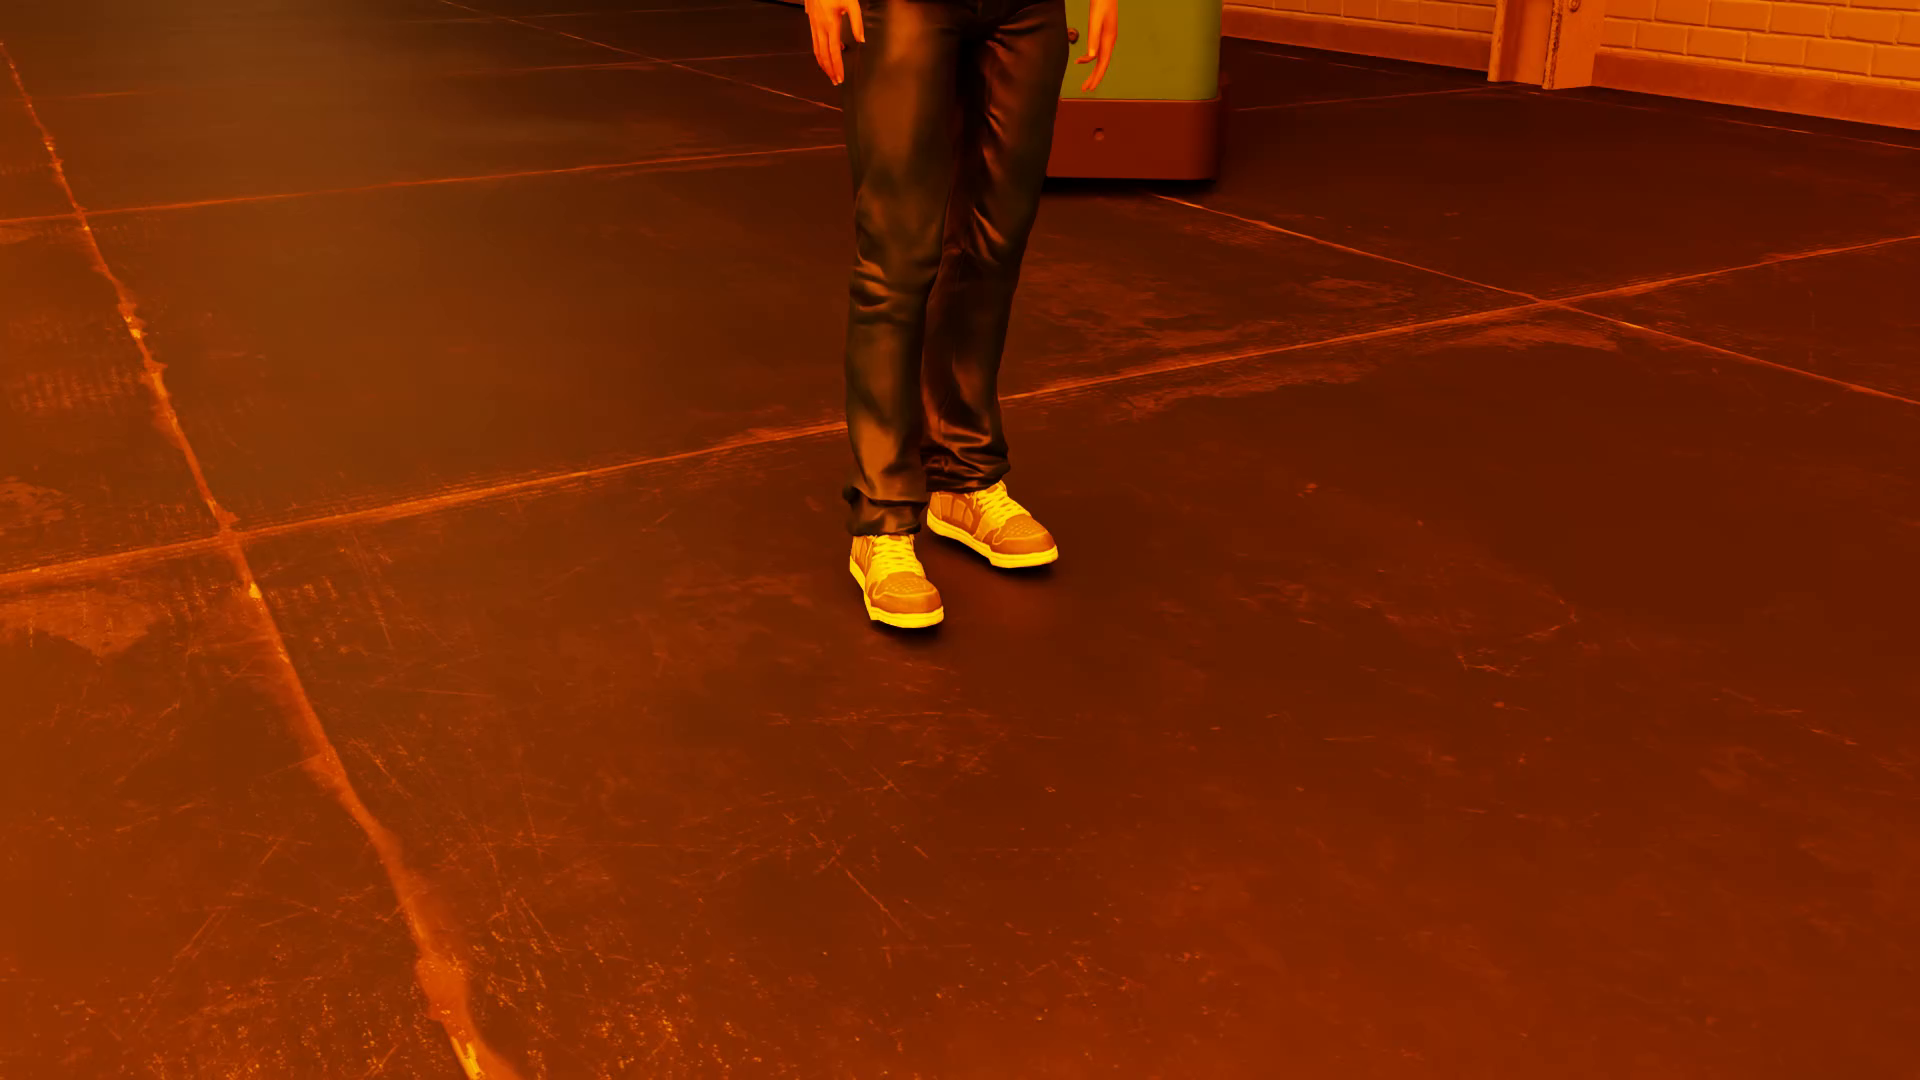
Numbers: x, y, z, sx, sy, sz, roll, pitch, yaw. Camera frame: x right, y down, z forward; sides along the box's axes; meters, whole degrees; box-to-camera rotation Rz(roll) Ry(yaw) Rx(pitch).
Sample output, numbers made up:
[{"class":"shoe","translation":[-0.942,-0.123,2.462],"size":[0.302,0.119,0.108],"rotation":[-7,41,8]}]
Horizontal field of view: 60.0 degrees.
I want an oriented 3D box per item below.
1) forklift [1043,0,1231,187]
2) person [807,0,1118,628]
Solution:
[{"class":"forklift","translation":[0.449,-2.978,6.031],"size":[1.130,2.935,3.031],"rotation":[3,22,6]},{"class":"person","translation":[0.025,-0.719,2.263],"size":[0.520,1.596,0.476],"rotation":[-12,25,-28]}]
